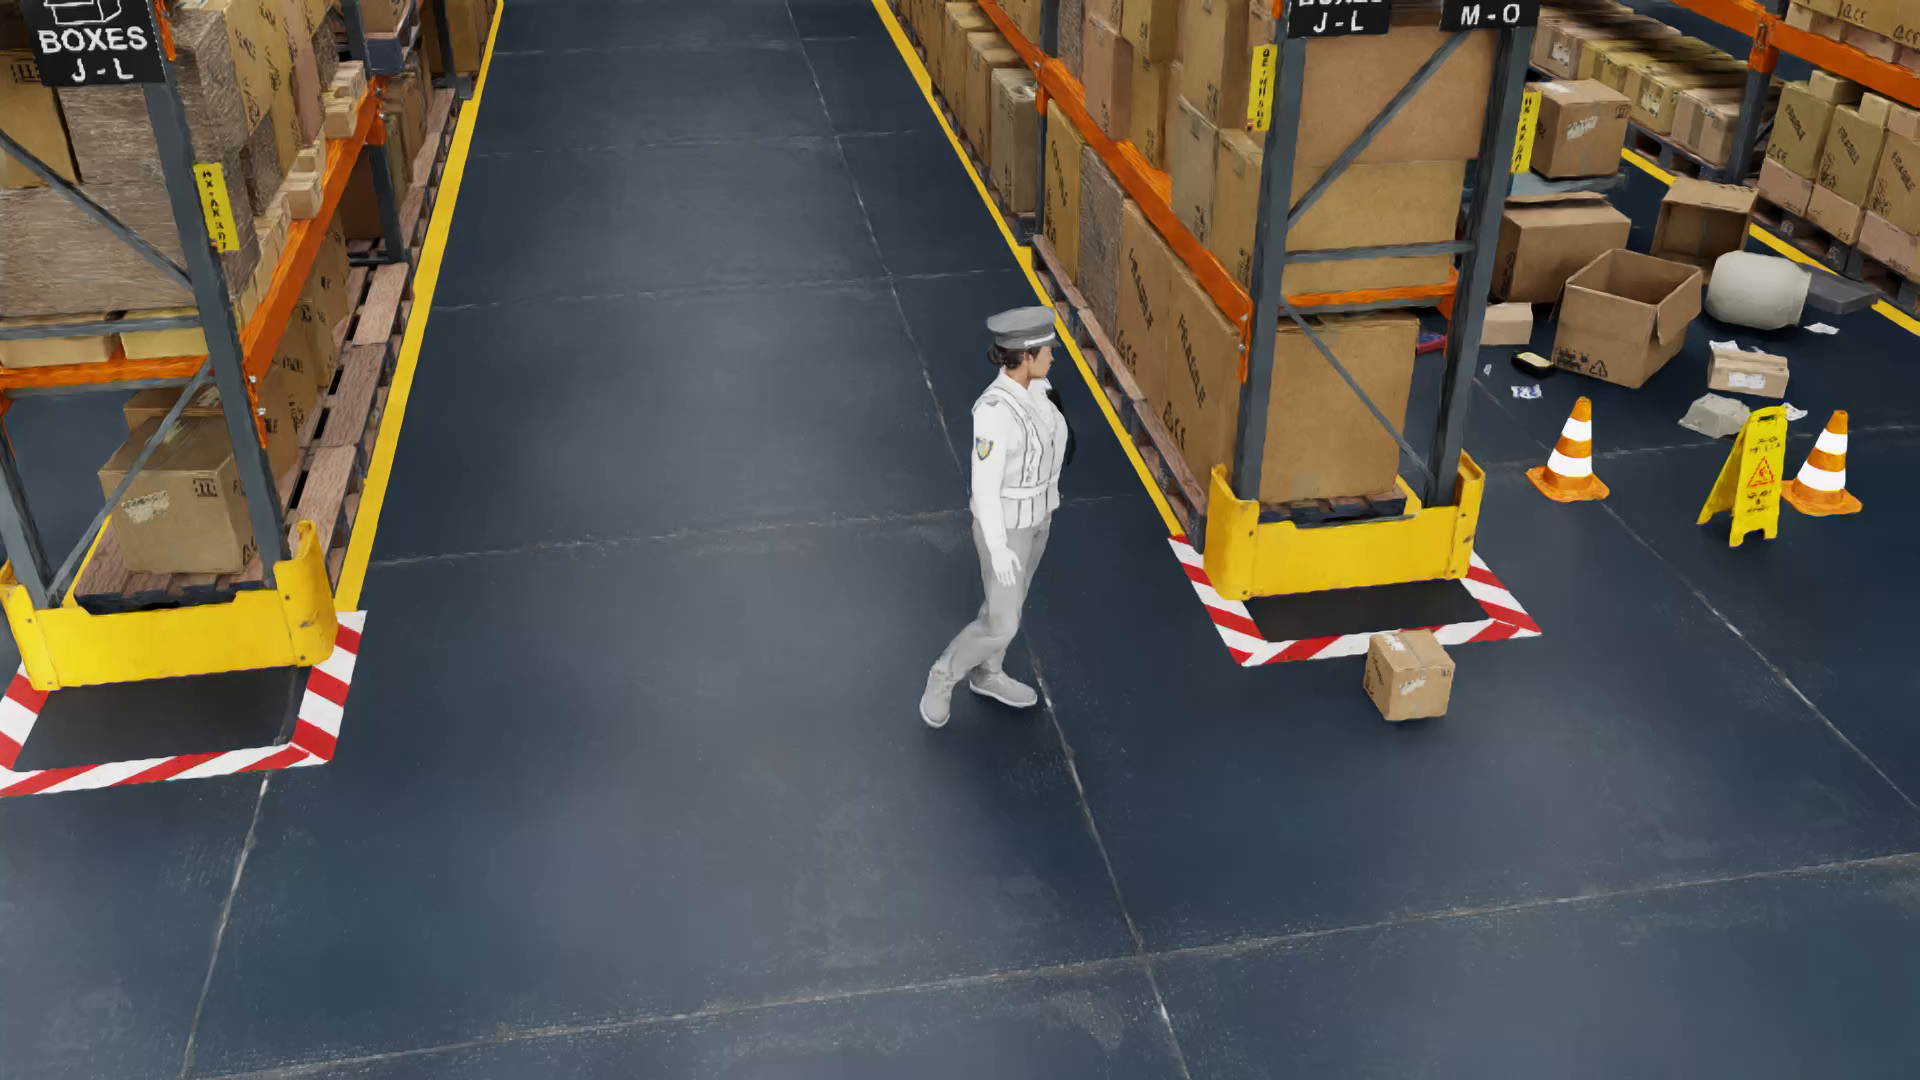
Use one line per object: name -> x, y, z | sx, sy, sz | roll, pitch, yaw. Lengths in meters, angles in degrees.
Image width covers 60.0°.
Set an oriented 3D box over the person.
person -> 0.131, -0.065, 6.205 | 0.442, 1.659, 0.650 | 16, 35, 25
